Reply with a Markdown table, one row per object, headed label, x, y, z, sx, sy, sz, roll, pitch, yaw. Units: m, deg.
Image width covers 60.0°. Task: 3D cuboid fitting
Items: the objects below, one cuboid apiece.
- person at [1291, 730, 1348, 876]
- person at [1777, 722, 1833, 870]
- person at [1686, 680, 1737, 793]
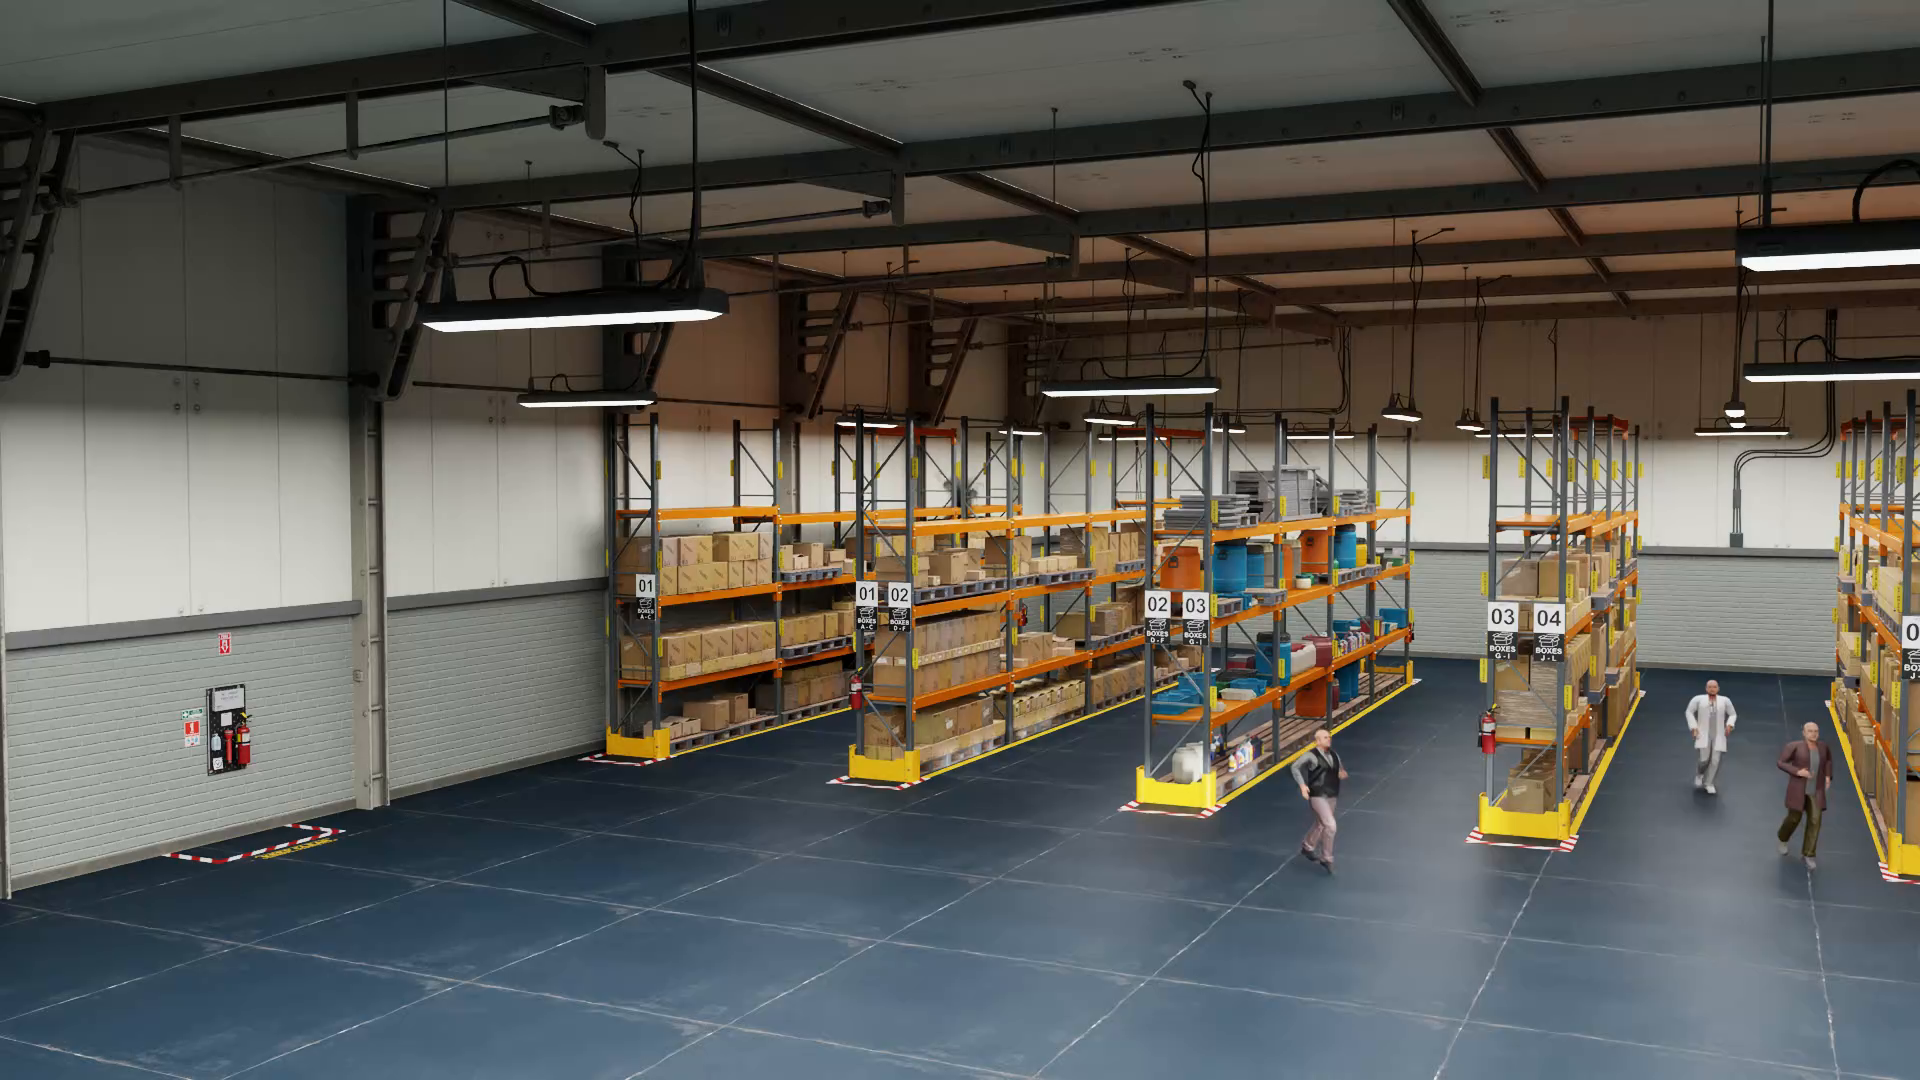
| label | x | y | z | sx | sy | sz | roll | pitch | yaw |
| --- | --- | --- | --- | --- | --- | --- | --- | --- | --- |
| person | 4.531 | 3.263 | 20.824 | 0.630 | 1.782 | 0.778 | -2 | 3 | -38 |
| person | 10.784 | 3.213 | 21.192 | 0.733 | 1.801 | 0.970 | 0 | 2 | 8 |
| person | 11.687 | 3.045 | 25.850 | 0.727 | 1.746 | 0.633 | 1 | 2 | 15 |
